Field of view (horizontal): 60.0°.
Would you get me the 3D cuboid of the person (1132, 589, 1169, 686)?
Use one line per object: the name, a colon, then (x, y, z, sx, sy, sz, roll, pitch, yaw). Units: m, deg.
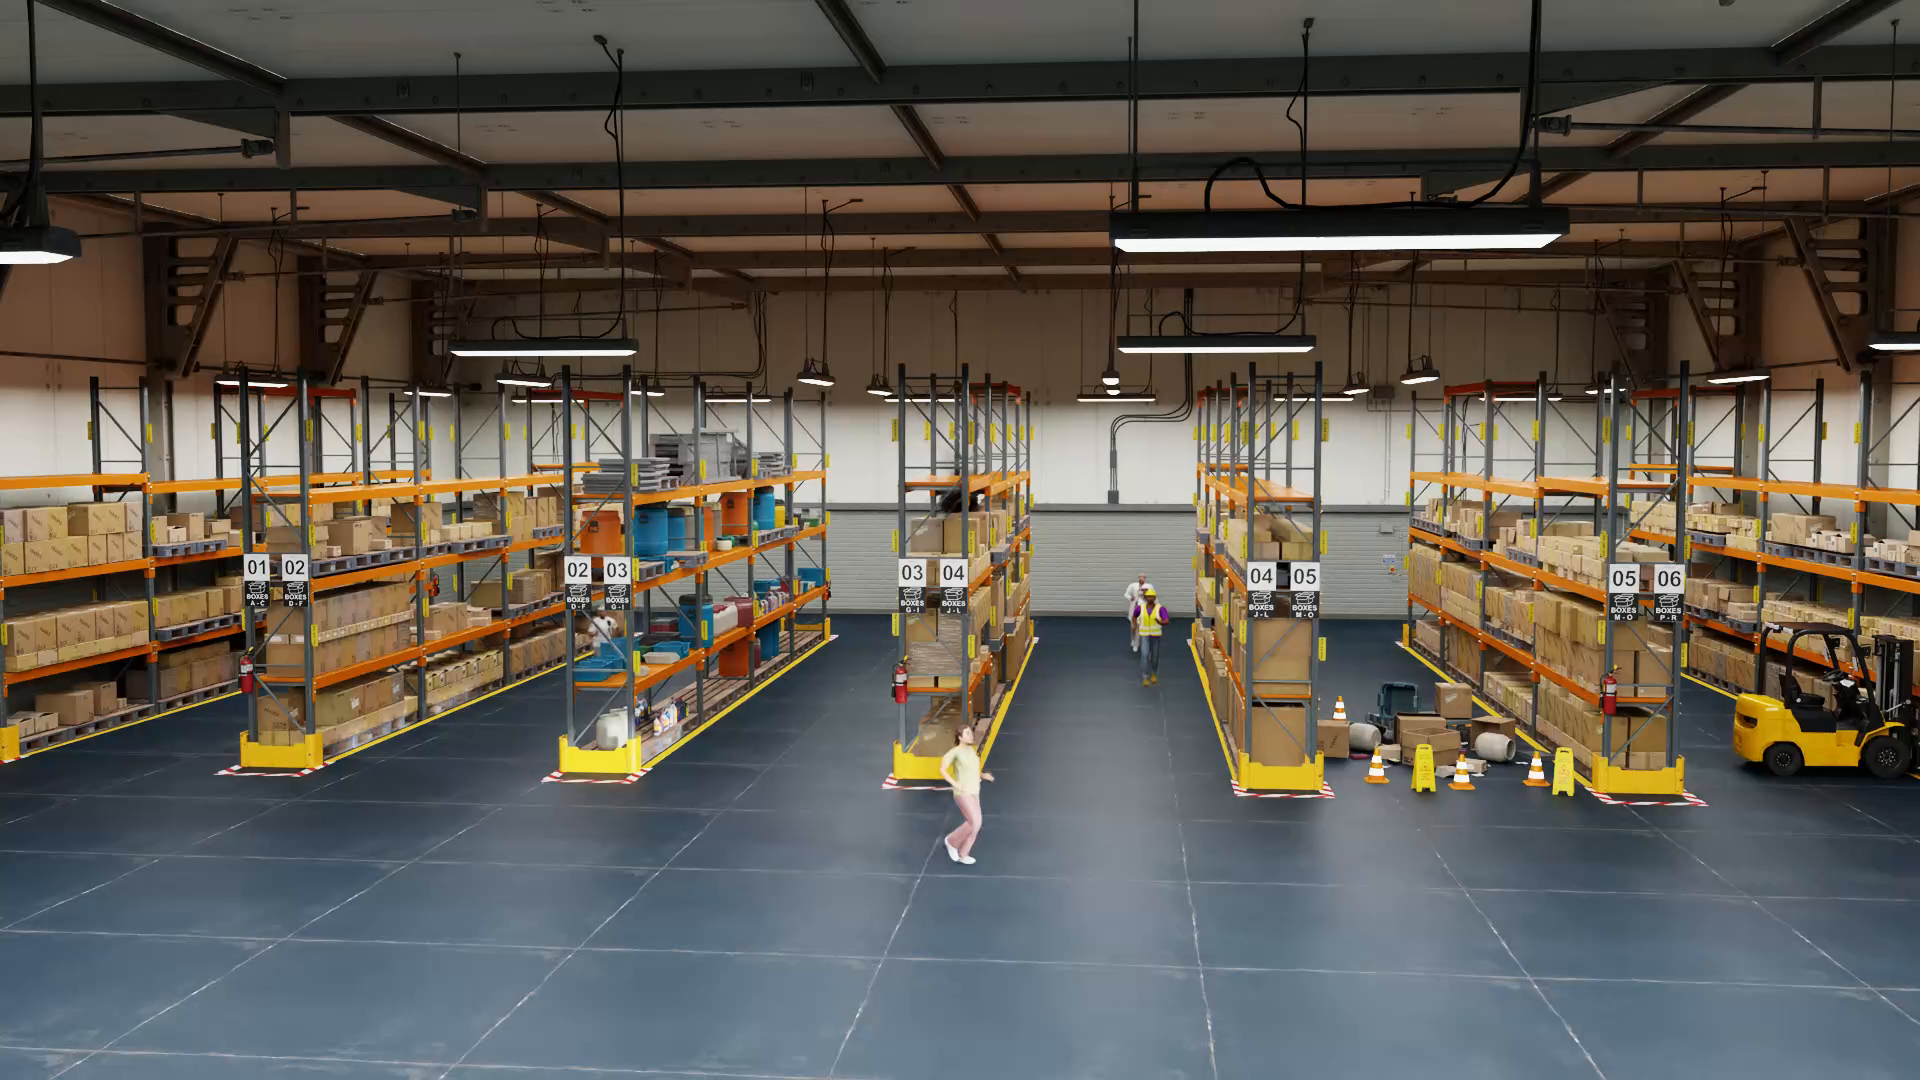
person: (3.558, 1.818, 31.075, 0.699, 1.797, 0.913, 0, 4, 7)

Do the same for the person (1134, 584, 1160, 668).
person: (4.049, 1.829, 35.824, 0.653, 1.780, 0.850, 1, 4, 13)

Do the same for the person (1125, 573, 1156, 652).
person: (4.164, 1.649, 38.435, 0.717, 1.799, 0.976, 1, 4, 12)

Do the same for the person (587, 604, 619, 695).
person: (-6.882, 2.075, 32.039, 0.570, 1.719, 0.850, 0, 4, -4)

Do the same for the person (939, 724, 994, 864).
person: (0.094, 2.948, 19.260, 0.541, 1.618, 0.572, 3, 4, 34)
